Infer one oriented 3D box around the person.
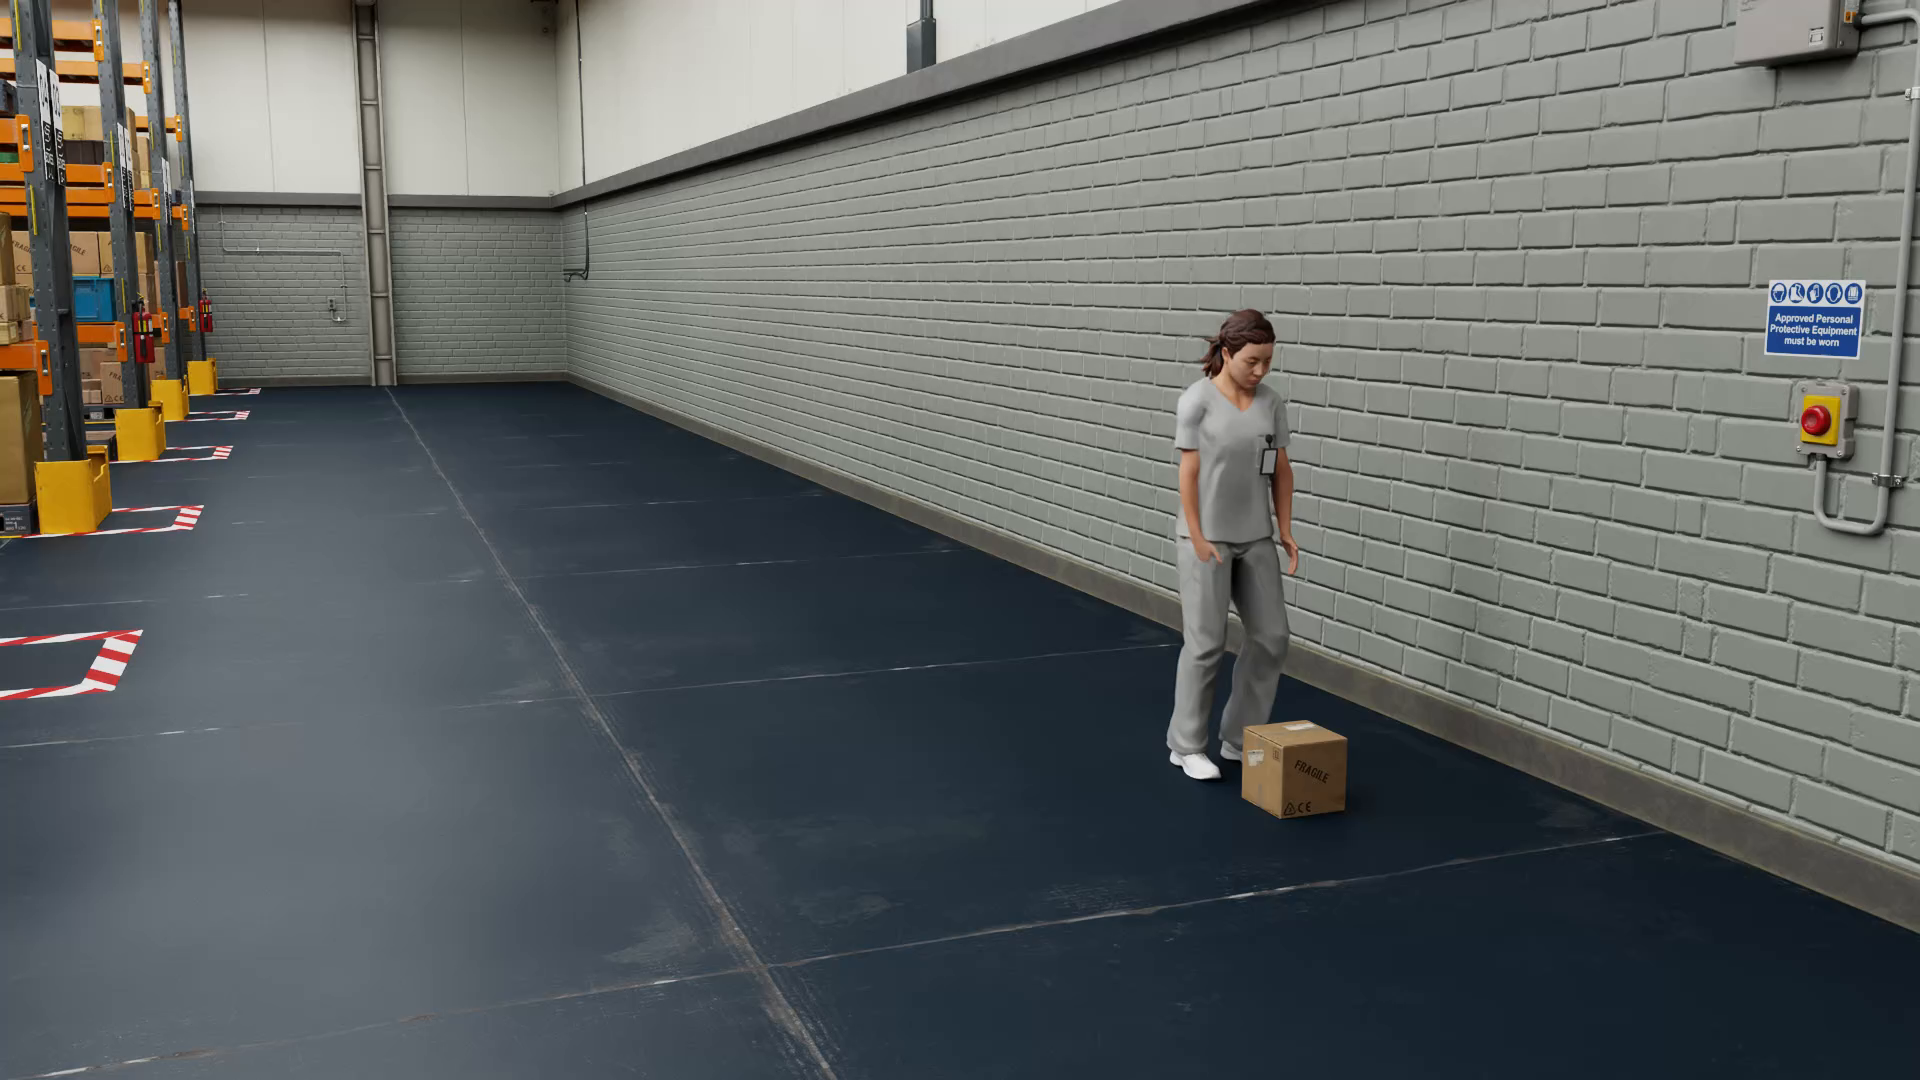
[{"bbox_3d":[0.971,0.011,5.901,0.453,1.652,0.351,-3,10,-20],"label":"person"}]
